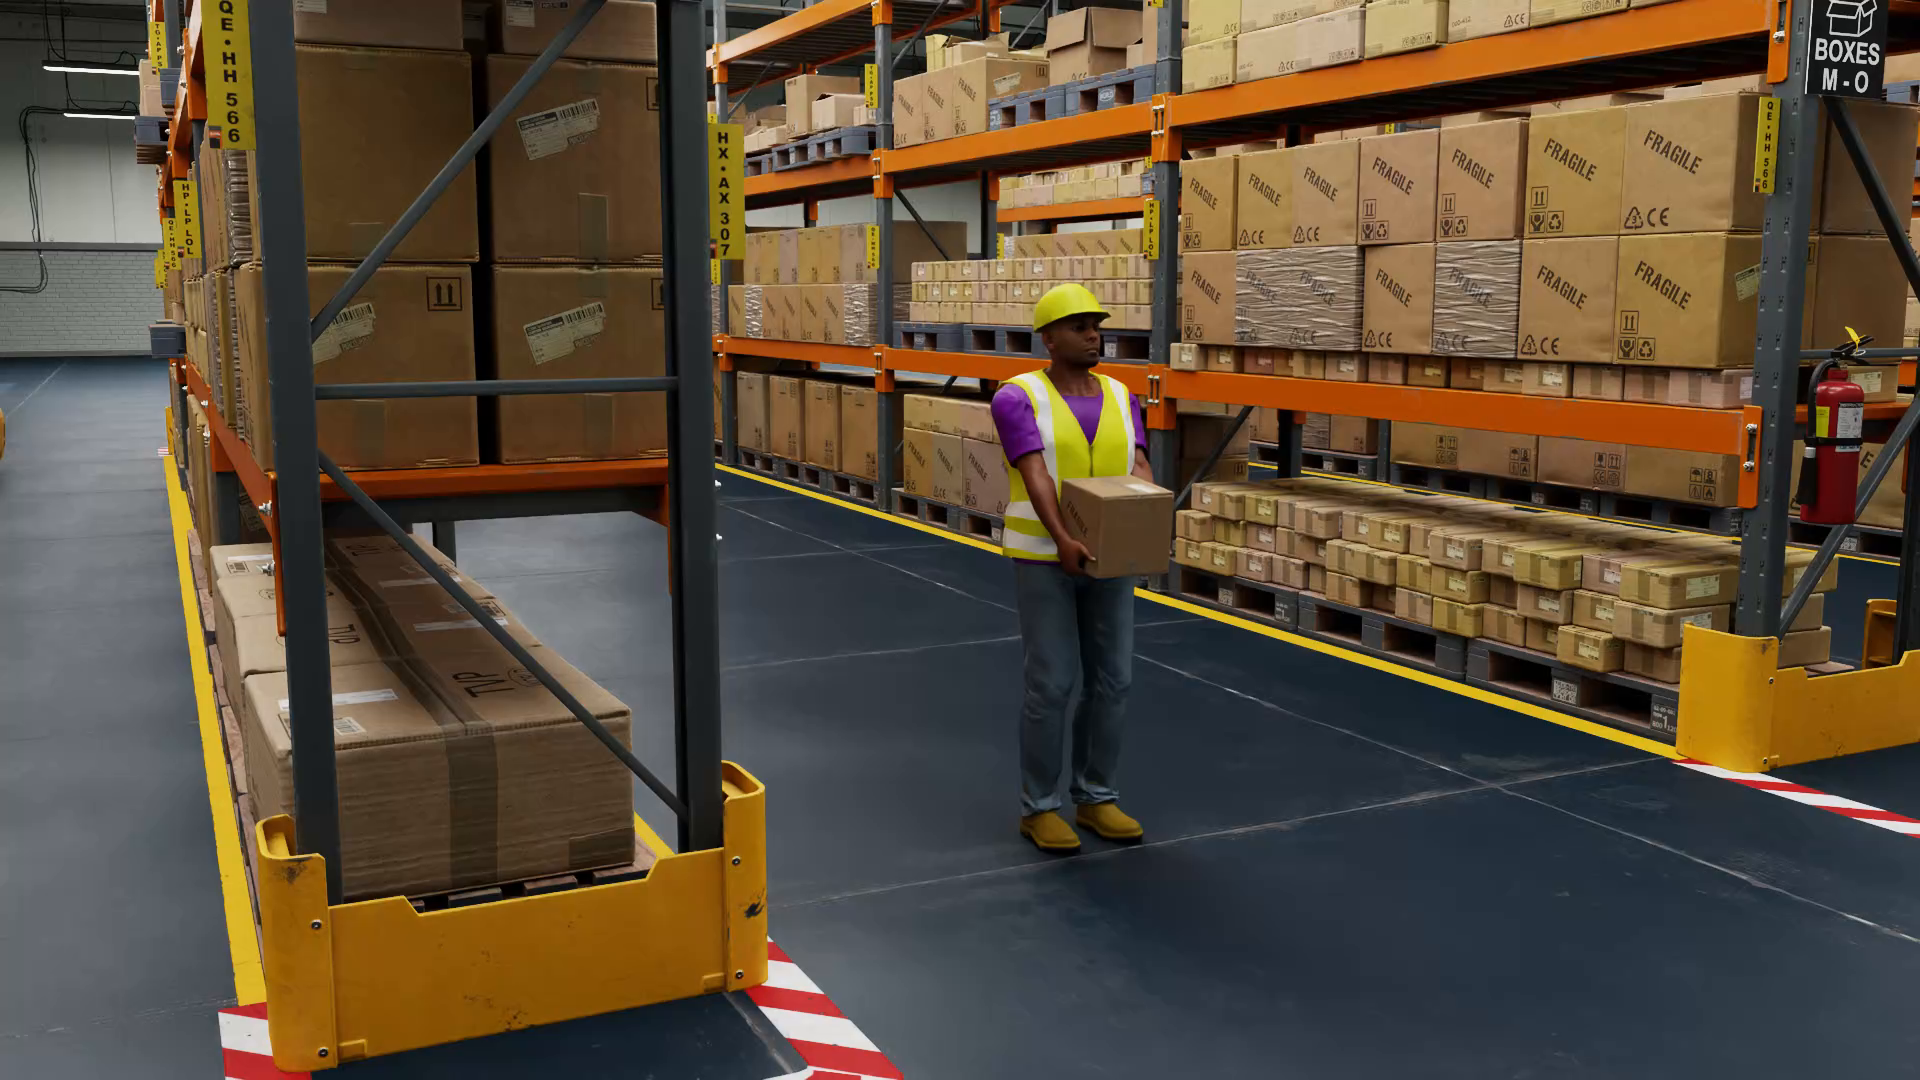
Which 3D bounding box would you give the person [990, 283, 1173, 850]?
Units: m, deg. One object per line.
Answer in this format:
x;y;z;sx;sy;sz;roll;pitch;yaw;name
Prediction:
0.404;0.083;5.219;0.503;1.760;0.587;-4;9;-25;person
